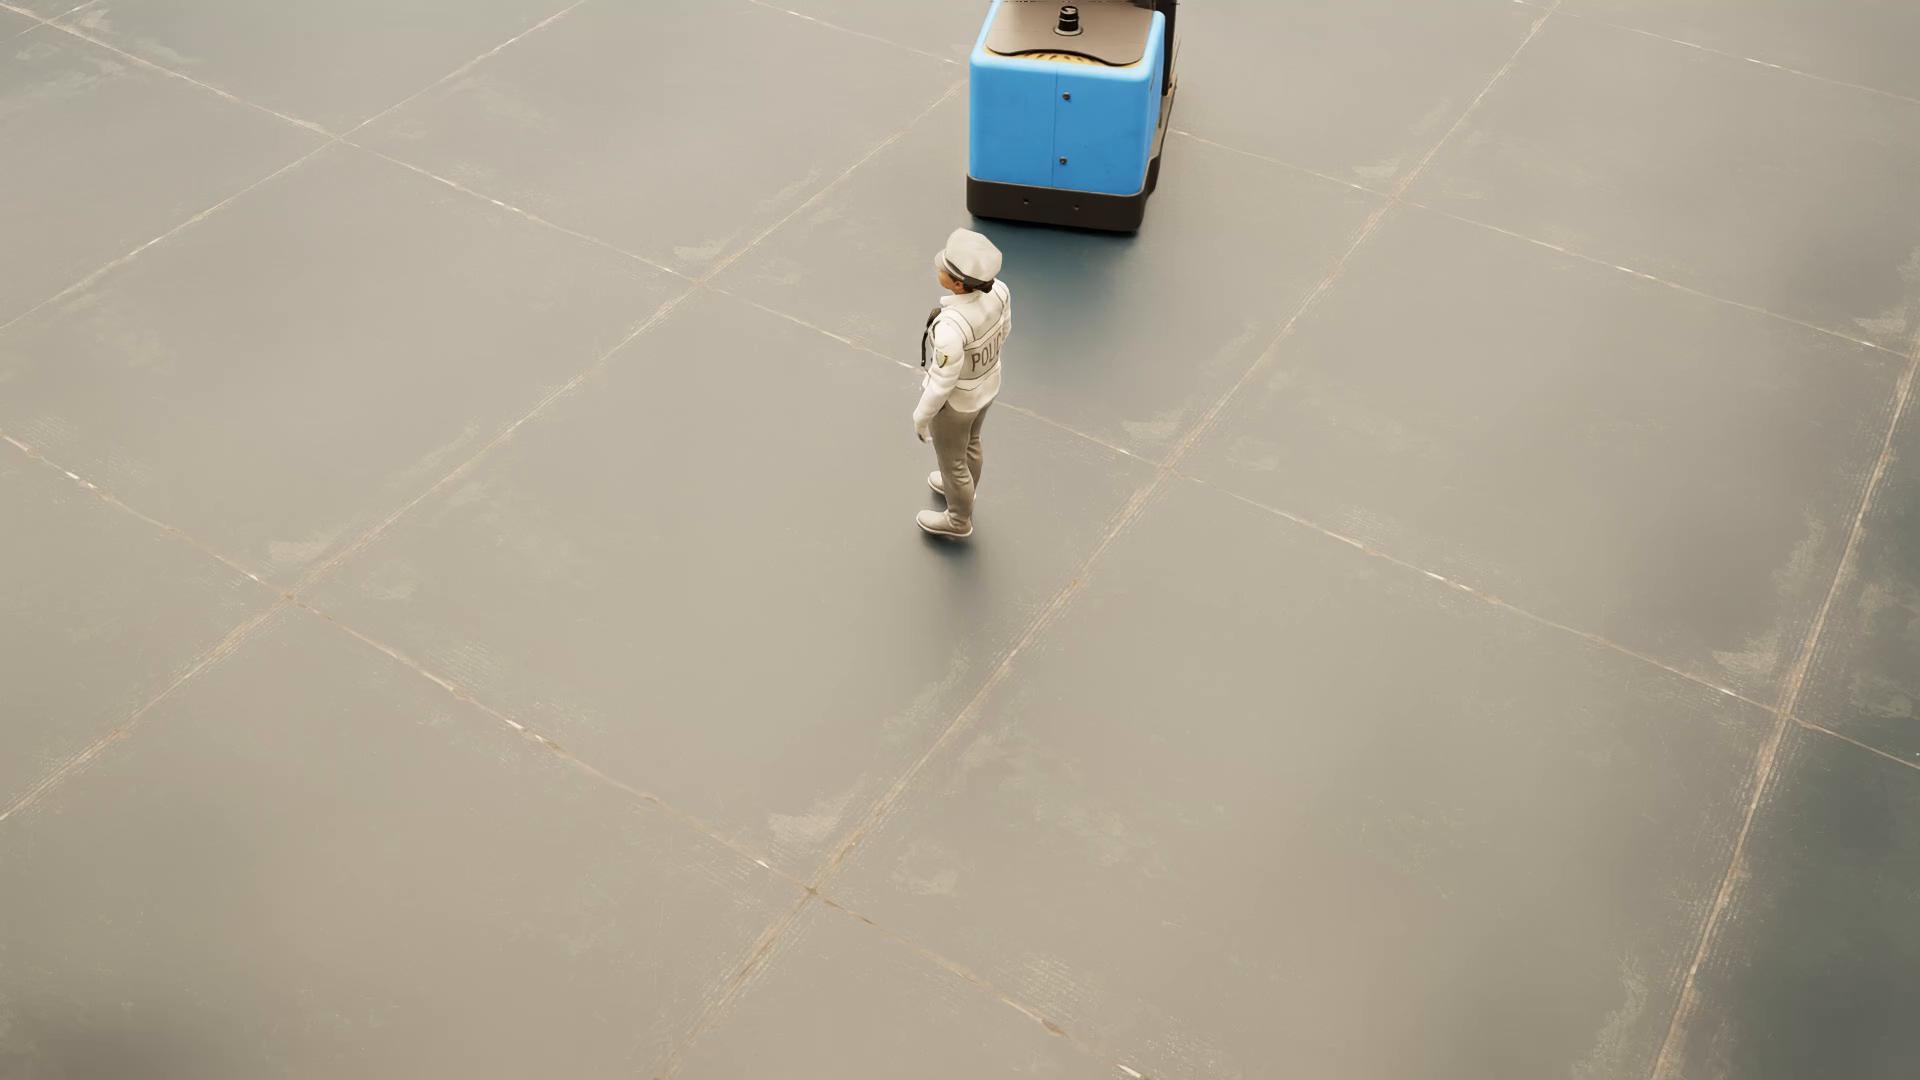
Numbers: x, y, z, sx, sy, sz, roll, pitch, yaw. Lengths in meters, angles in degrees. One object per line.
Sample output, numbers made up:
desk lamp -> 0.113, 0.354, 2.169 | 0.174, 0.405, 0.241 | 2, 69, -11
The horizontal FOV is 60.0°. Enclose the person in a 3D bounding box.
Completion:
person -> -0.054, -0.679, 7.395 | 0.530, 1.694, 0.586 | 24, 48, 23

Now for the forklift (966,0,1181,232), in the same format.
forklift -> 0.835, -3.905, 9.967 | 1.130, 2.935, 3.031 | 8, 44, 8
